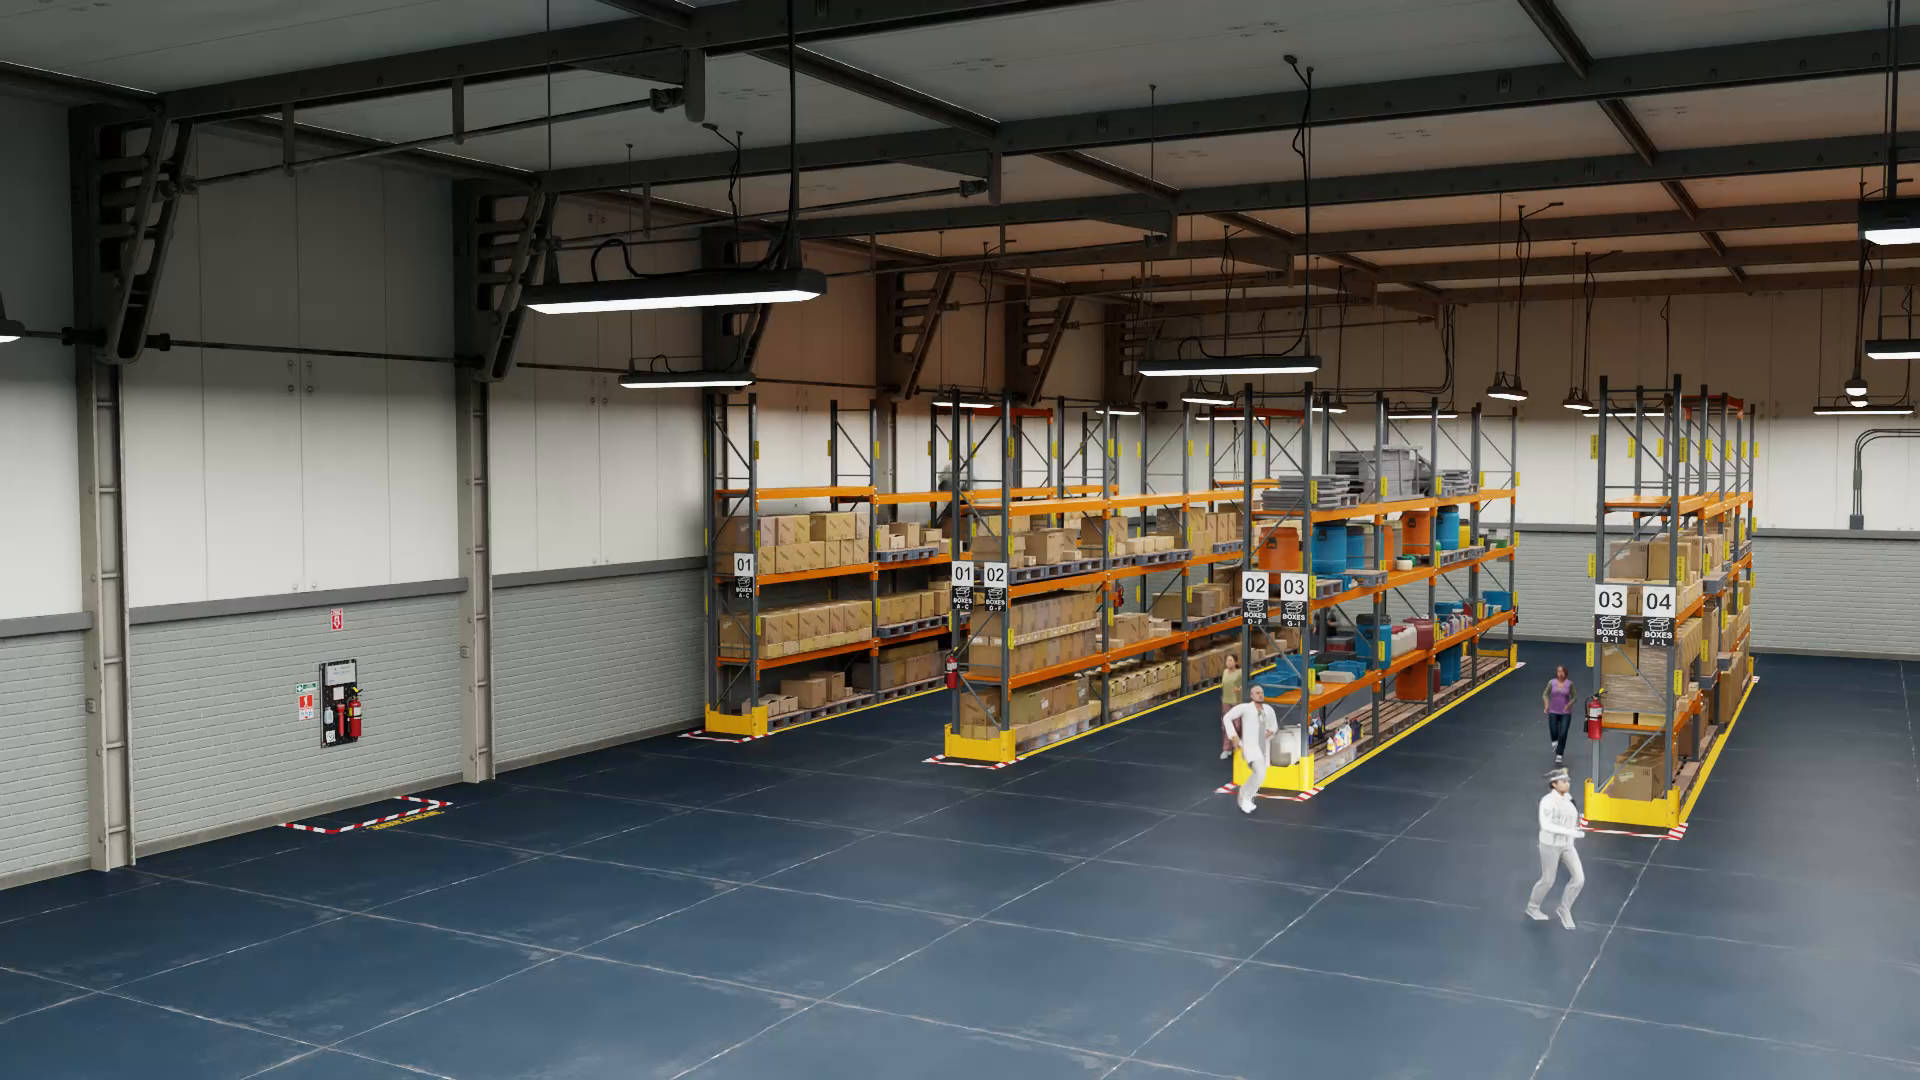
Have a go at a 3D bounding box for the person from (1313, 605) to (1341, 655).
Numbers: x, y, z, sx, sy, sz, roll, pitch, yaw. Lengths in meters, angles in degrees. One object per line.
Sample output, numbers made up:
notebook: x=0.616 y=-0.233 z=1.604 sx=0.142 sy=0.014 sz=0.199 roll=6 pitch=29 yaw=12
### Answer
person: x=8.045 y=2.160 z=36.520 sx=0.622 sy=1.771 sz=0.825 roll=1 pitch=3 yaw=15

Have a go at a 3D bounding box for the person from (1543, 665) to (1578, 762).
person: x=9.640 y=2.787 z=26.722 sx=0.536 sy=1.555 sz=0.544 roll=1 pitch=3 yaw=22

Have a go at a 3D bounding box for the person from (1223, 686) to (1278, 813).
person: x=4.082 y=2.885 z=22.961 sx=0.698 sy=1.736 sz=0.658 roll=-2 pitch=4 yaw=-29

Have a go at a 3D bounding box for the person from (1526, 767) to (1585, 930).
person: x=6.275 y=3.231 z=17.412 sx=0.625 sy=1.743 sz=0.701 roll=-2 pitch=4 yaw=-32

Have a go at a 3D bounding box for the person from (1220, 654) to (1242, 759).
person: x=4.497 y=2.696 z=27.245 sx=0.564 sy=1.680 sz=0.891 roll=2 pitch=4 yaw=31
